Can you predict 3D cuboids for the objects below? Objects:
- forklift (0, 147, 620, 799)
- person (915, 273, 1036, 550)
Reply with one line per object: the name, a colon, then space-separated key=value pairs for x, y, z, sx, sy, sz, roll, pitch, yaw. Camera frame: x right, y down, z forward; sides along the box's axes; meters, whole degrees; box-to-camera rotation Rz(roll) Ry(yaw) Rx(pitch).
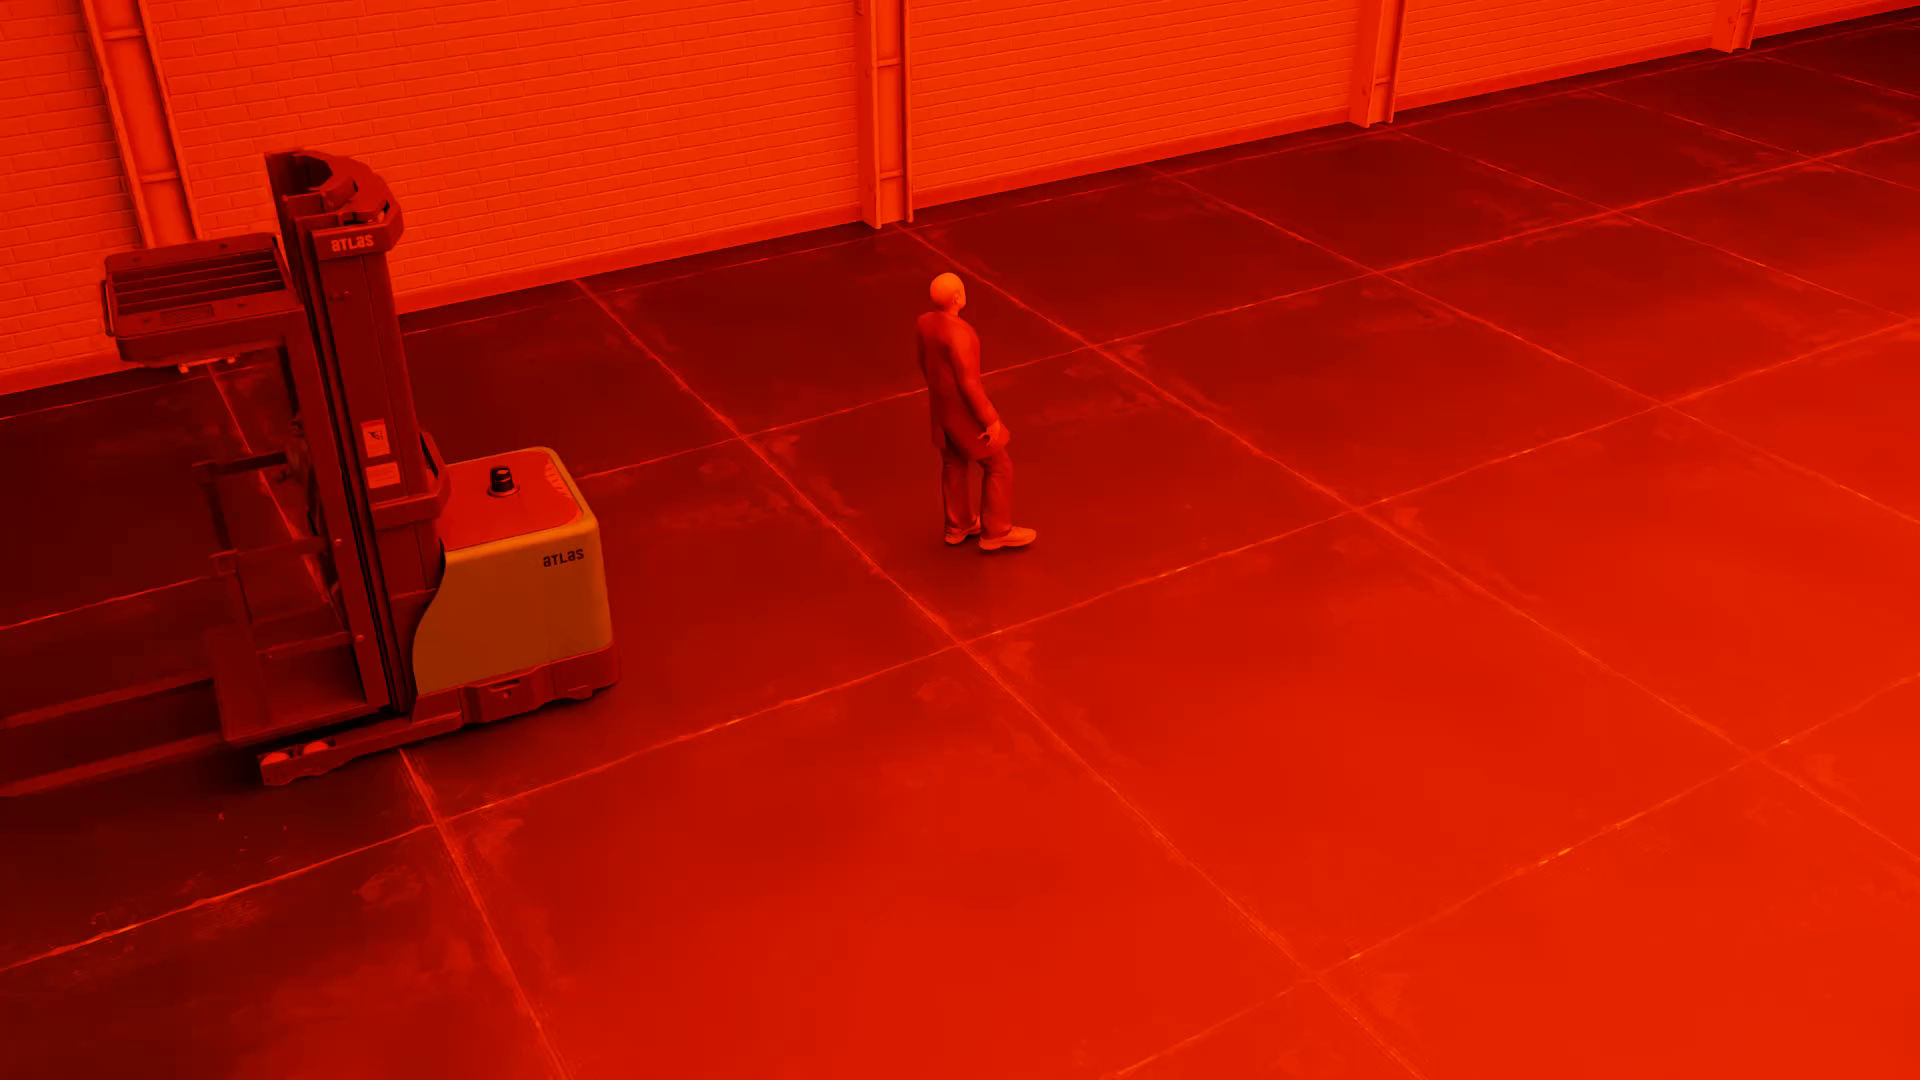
forklift: x=-3.418 y=-0.322 z=8.185 sx=3.031 sy=2.935 sz=1.130 roll=-14 pitch=34 yaw=-22
person: x=0.081 y=-0.792 z=10.077 sx=0.580 sy=1.778 sz=0.698 roll=-17 pitch=35 yaw=-26
